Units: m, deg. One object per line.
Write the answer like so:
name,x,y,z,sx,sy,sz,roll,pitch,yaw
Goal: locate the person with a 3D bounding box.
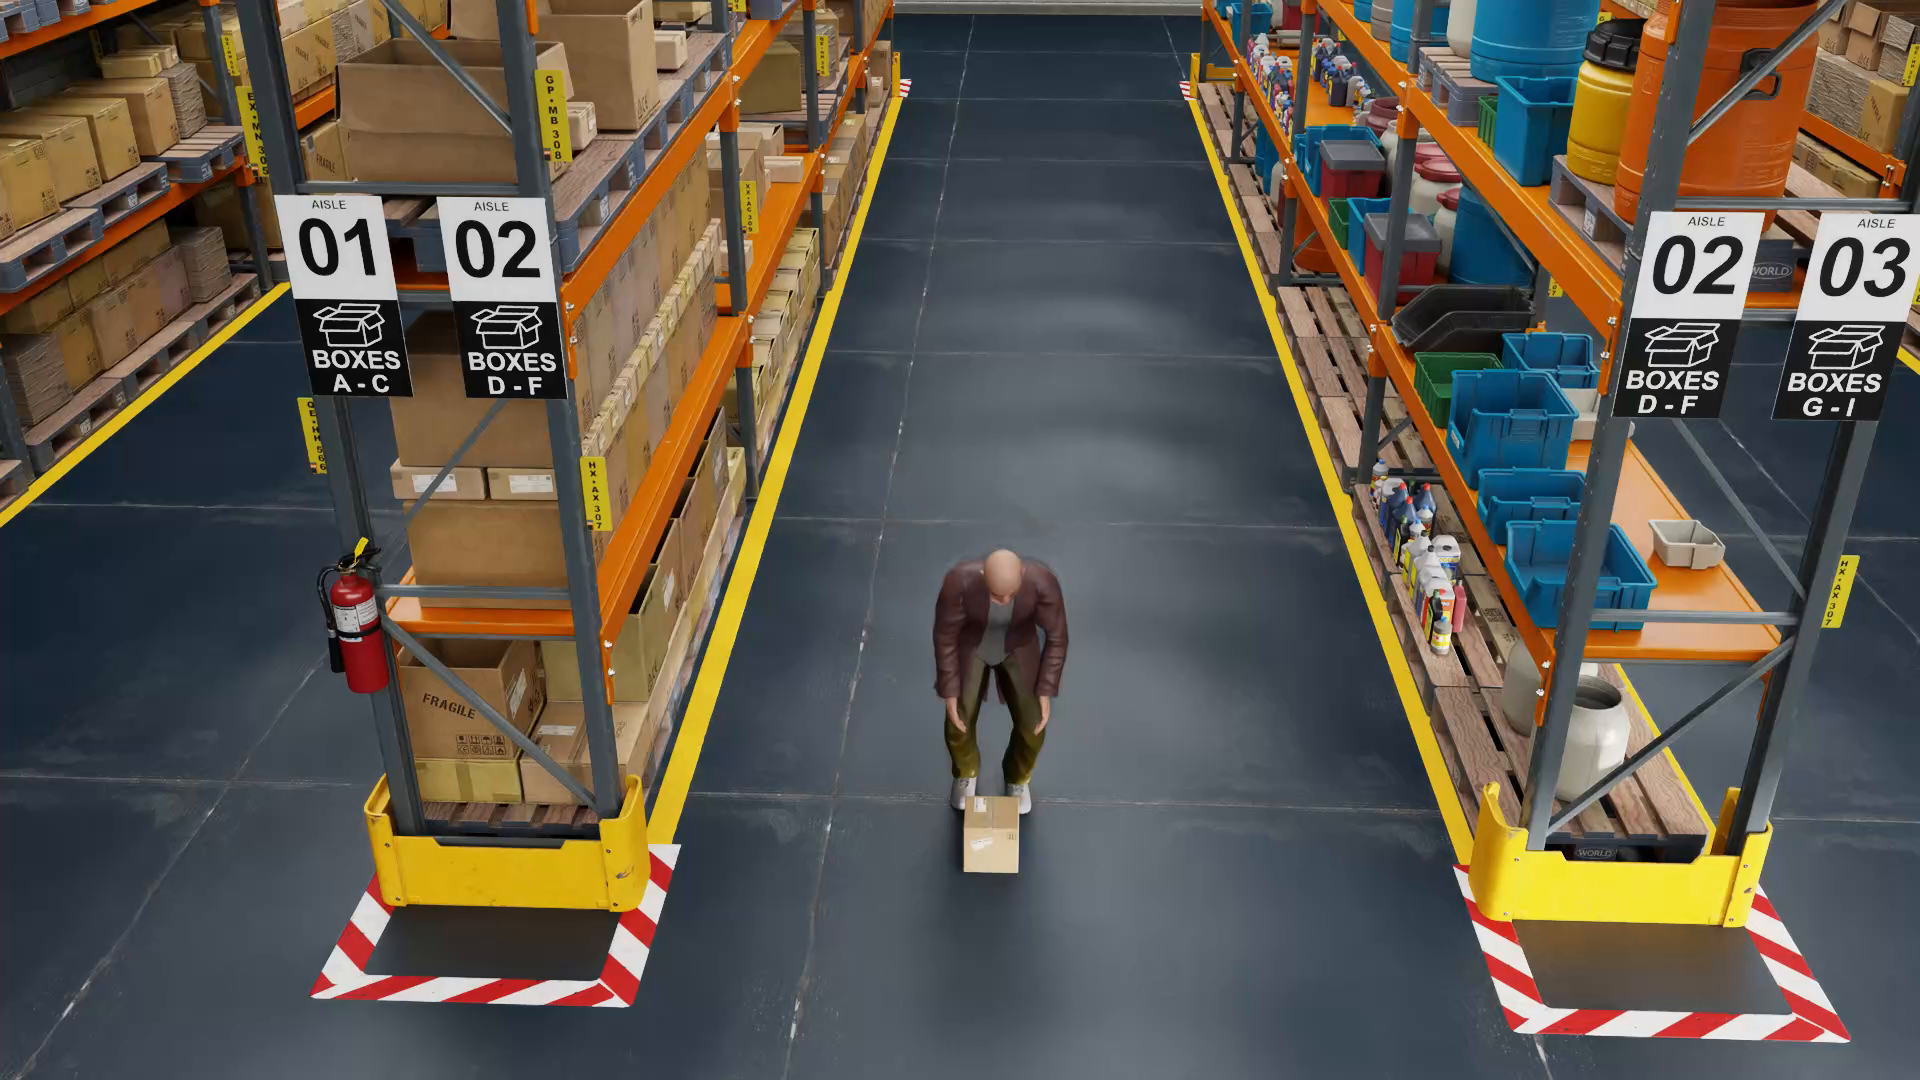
person,0.188,0.603,7.821,0.630,1.470,0.680,1,28,2
